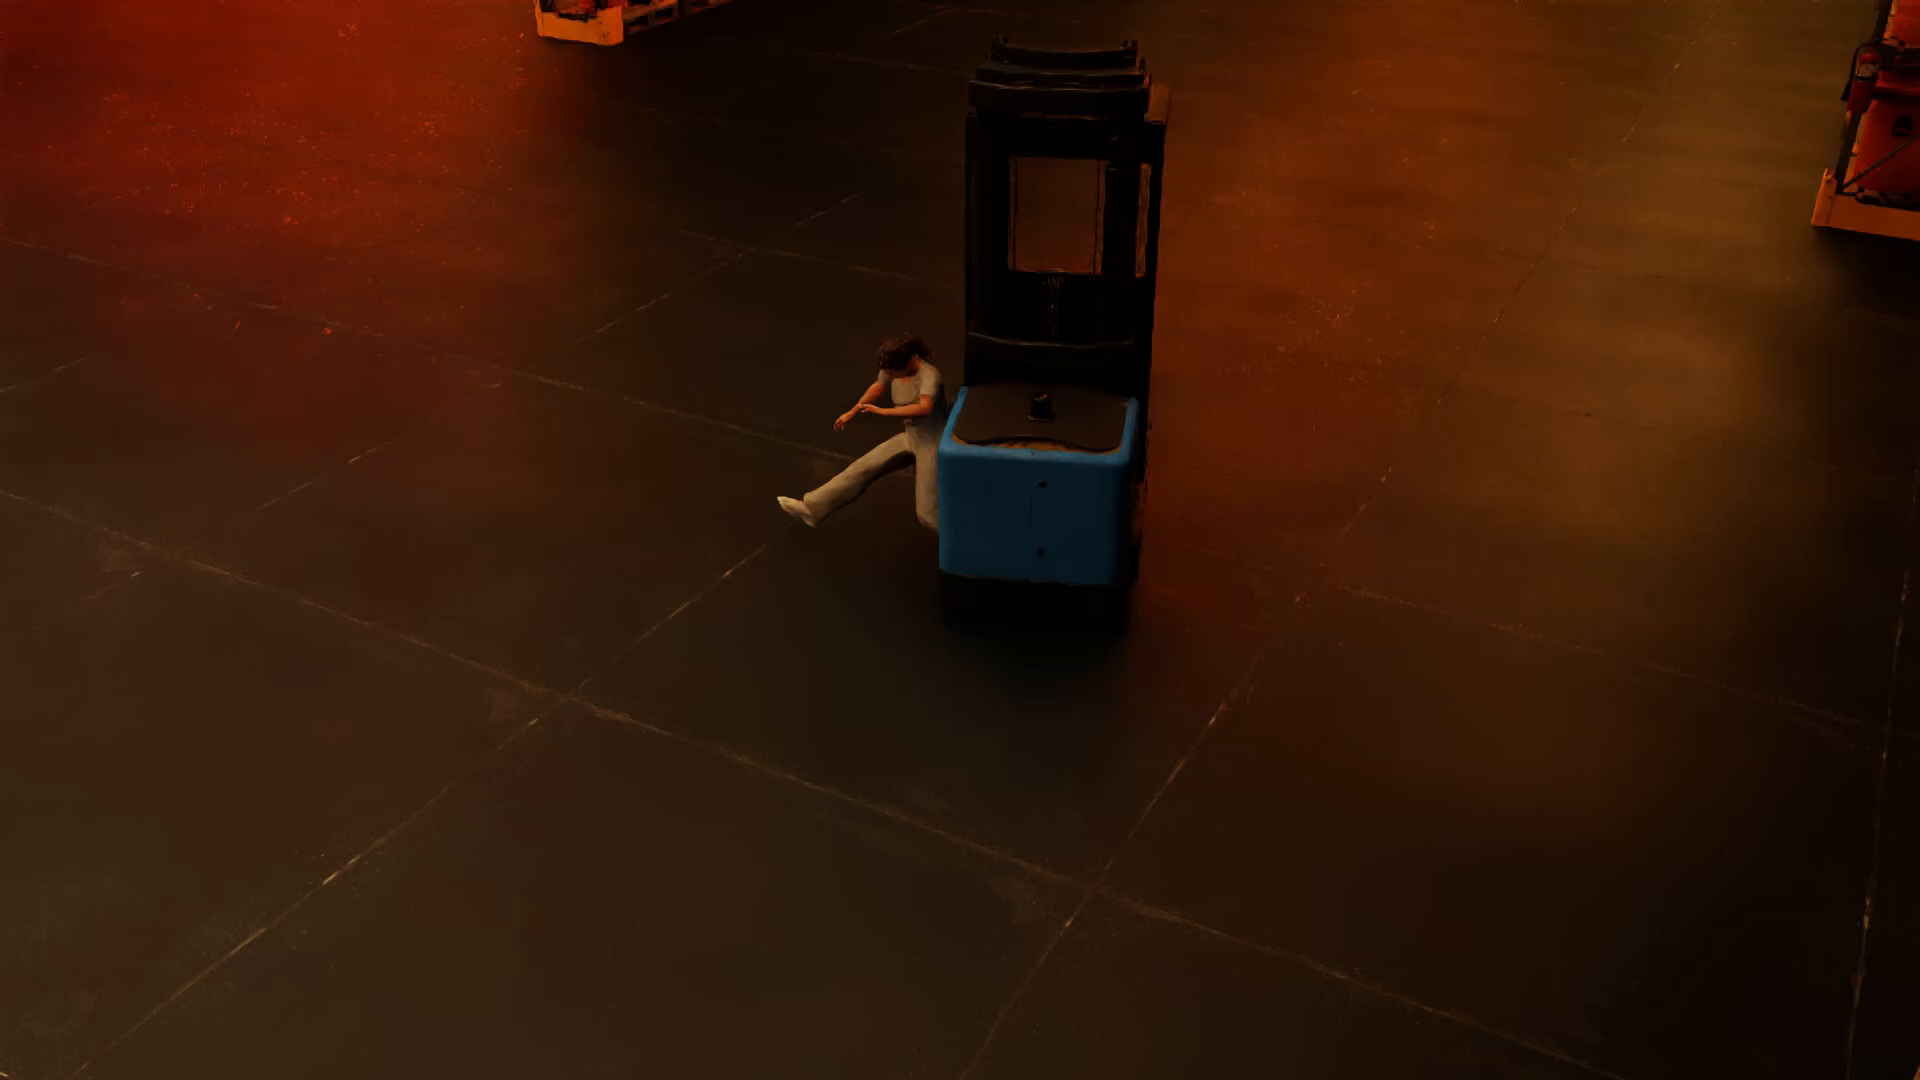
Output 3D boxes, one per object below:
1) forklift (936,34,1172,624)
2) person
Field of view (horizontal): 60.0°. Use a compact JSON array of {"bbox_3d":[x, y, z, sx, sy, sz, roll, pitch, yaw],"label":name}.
[{"bbox_3d":[0.608,-1.528,9.718,1.130,2.935,3.031,4,30,8],"label":"forklift"},{"bbox_3d":[-0.400,-0.508,9.509,1.084,1.376,0.983,-13,32,-21],"label":"person"}]
